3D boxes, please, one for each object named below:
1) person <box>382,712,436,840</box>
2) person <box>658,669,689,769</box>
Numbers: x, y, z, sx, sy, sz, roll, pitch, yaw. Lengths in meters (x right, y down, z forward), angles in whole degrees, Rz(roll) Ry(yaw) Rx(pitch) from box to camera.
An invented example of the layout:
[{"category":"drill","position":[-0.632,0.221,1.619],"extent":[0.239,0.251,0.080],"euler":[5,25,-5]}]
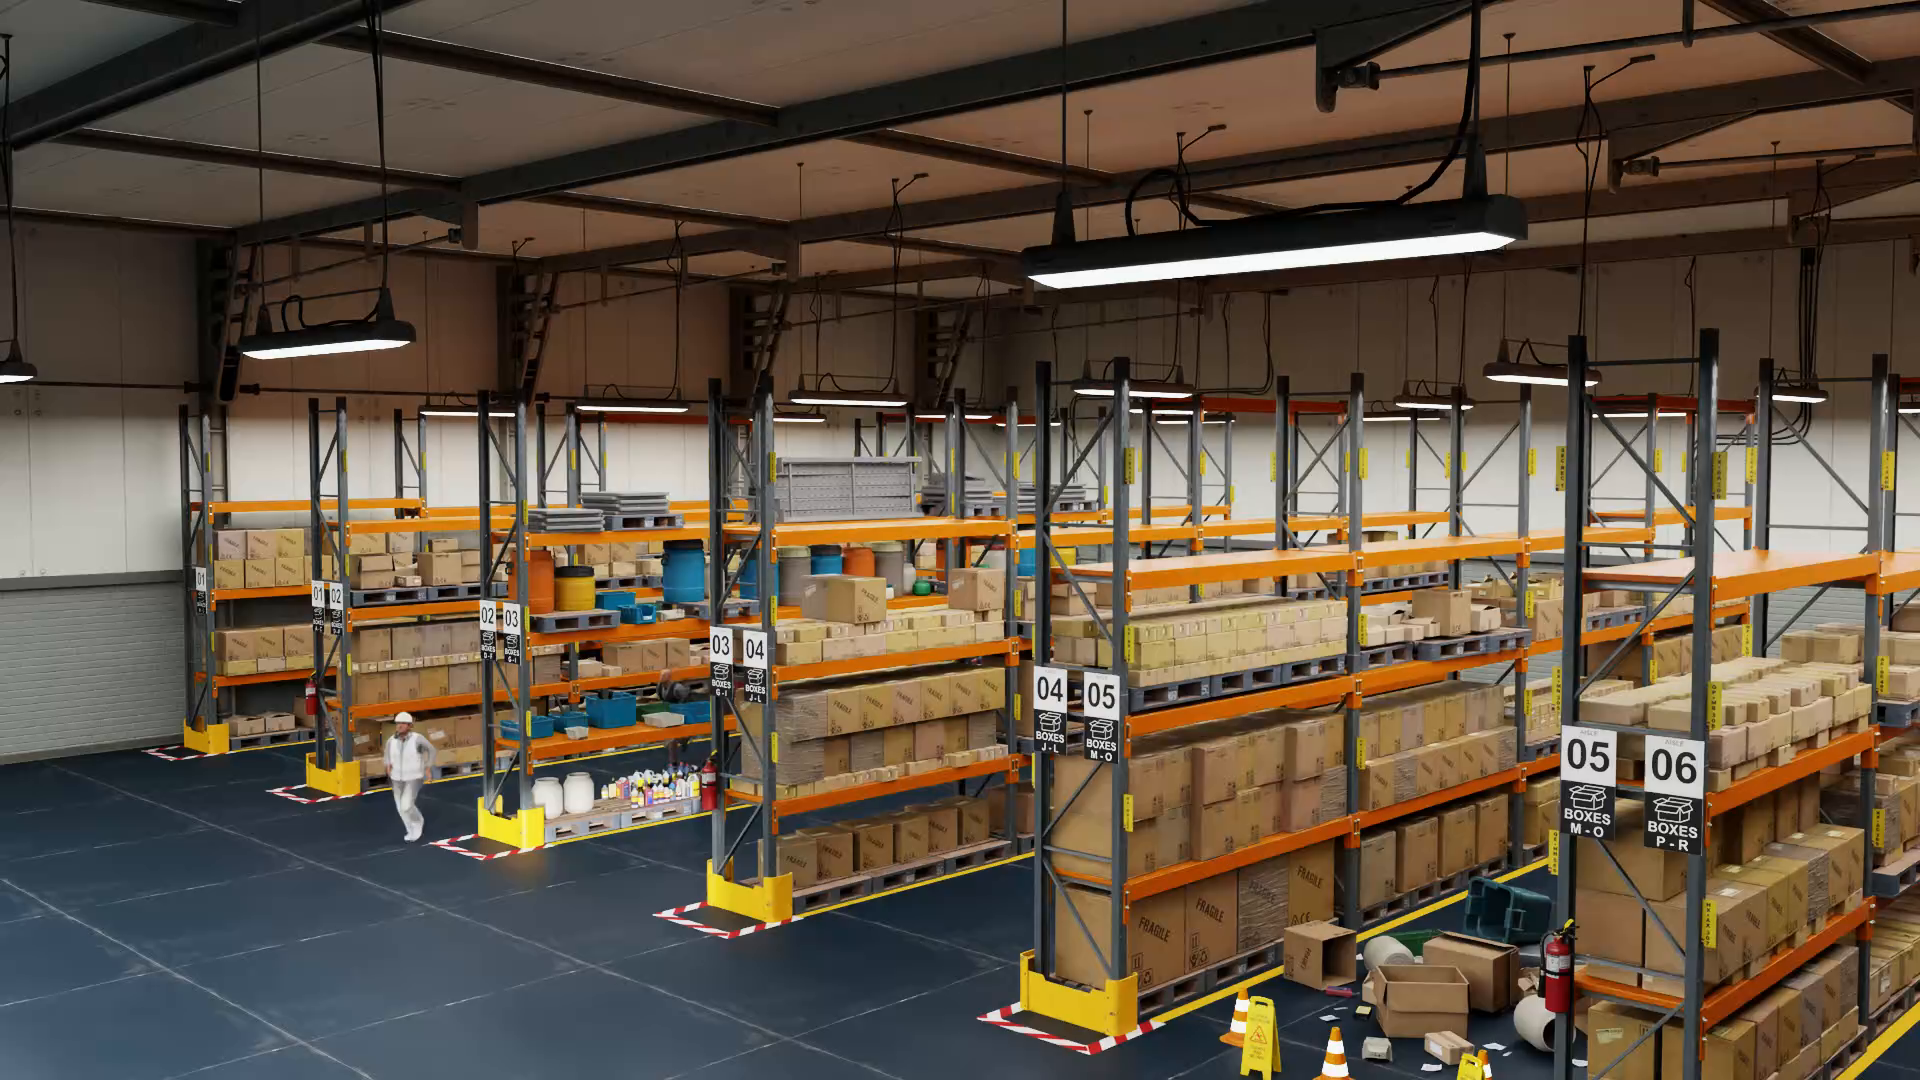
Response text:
[{"category":"person","position":[-7.299,3.130,21.914],"extent":[0.632,1.728,0.720],"euler":[0,3,7]},{"category":"person","position":[-4.679,2.920,27.345],"extent":[0.653,1.659,0.752],"euler":[1,3,25]}]
